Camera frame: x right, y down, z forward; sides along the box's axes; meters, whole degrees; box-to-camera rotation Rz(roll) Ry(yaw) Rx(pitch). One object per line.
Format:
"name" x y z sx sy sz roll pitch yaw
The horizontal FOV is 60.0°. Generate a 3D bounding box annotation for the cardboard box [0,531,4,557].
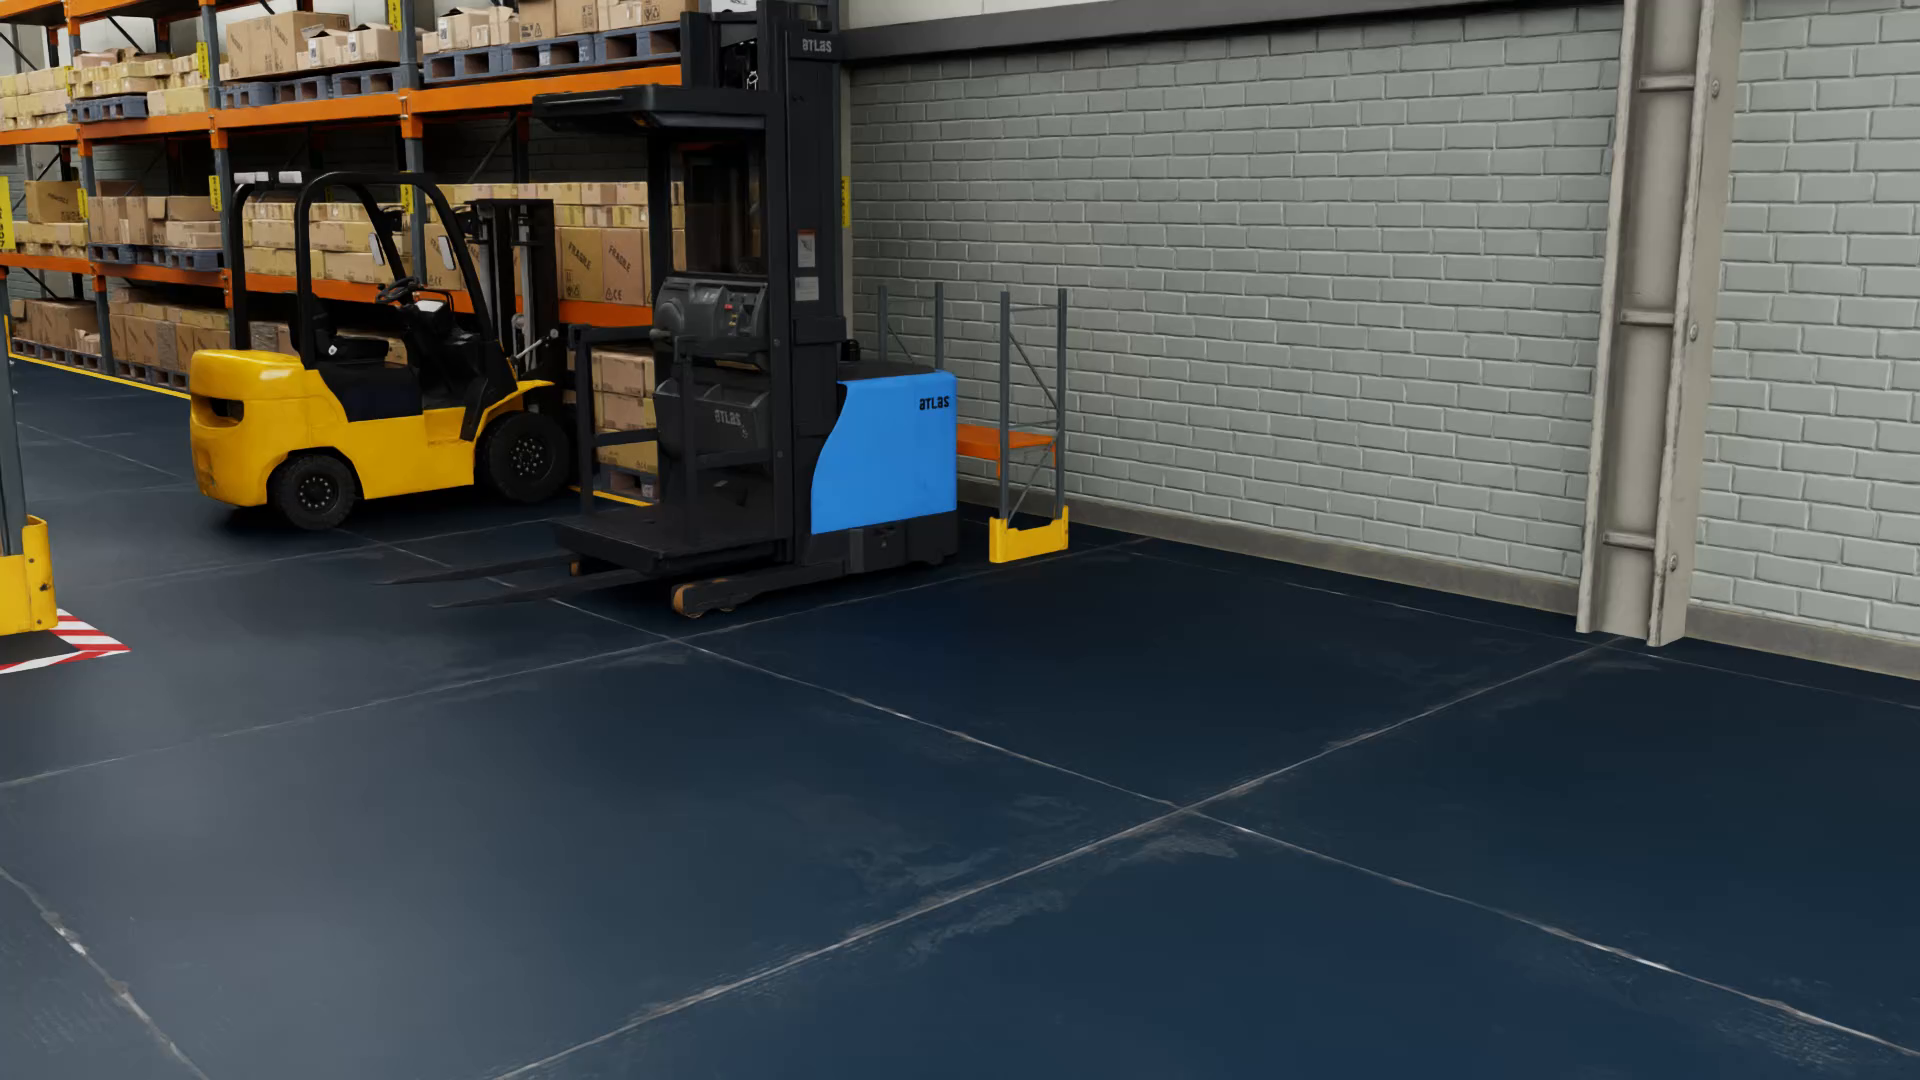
"cardboard box" -5.116 -0.004 8.271 0.500 0.250 0.500 -11 16 -43

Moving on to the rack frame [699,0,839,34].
"rack frame" -1.172 -4.619 10.032 1.000 3.000 0.127 -11 16 -43

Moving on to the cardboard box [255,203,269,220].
"cardboard box" -6.308 -3.055 15.451 0.380 0.149 0.250 -10 16 -41

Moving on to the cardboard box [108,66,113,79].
"cardboard box" -8.774 -4.939 17.614 0.380 0.149 0.250 -11 16 -42

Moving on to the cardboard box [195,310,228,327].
"cardboard box" -7.581 -2.265 17.016 0.250 0.149 0.380 11 16 43

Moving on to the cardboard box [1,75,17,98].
"cardboard box" -11.402 -5.554 20.399 0.500 0.250 0.500 -11 16 -43

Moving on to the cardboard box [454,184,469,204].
"cardboard box" -3.670 -2.666 12.826 0.380 0.149 0.250 -11 16 -42

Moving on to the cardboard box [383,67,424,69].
"cardboard box" -4.638 -4.037 13.971 0.380 0.149 0.250 -11 16 -43

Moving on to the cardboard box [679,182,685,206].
"cardboard box" -1.571 -2.216 10.643 0.380 0.149 0.250 -11 16 -42

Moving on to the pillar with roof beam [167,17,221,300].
"pillar with roof beam" -12.401 -5.998 16.723 9.100 9.000 0.400 -11 16 -43

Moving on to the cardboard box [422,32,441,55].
"cardboard box" -3.844 -3.758 12.617 0.380 0.149 0.250 -10 16 -41

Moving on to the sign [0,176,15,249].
"sign" -4.367 -1.488 7.557 0.100 0.325 0.005 -11 16 -43

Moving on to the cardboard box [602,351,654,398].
"cardboard box" -2.072 -1.127 11.244 0.500 0.250 0.500 -11 16 -42

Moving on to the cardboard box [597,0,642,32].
"cardboard box" -2.139 -3.455 10.857 0.396 0.266 0.258 -11 16 -42

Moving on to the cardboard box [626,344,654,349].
"cardboard box" -2.052 -1.273 11.953 0.500 0.250 0.500 -11 16 -43

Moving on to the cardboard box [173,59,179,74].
"cardboard box" -7.618 -4.722 16.610 0.380 0.149 0.250 -11 16 -43

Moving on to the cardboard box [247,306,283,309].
"cardboard box" -7.345 -2.387 17.612 0.250 0.149 0.380 11 16 43

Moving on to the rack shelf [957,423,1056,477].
"rack shelf" 0.059 -0.546 9.736 0.538 0.185 1.000 -11 16 -43

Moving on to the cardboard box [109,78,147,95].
"cardboard box" -8.664 -4.747 17.419 0.380 0.149 0.250 -10 16 -41

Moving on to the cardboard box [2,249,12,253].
"cardboard box" -12.192 -3.807 21.578 0.380 0.149 0.250 -11 16 -43

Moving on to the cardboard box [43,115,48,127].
"cardboard box" -10.596 -4.946 19.673 0.380 0.149 0.250 -10 15 -41

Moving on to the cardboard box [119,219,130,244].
"cardboard box" -8.777 -3.316 17.865 0.396 0.266 0.258 -10 15 -40

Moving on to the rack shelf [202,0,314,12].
"rack shelf" -5.315 -4.947 14.395 1.077 0.370 4.000 -11 16 -43

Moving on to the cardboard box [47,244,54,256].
"cardboard box" -10.914 -3.548 20.323 0.380 0.149 0.250 -11 16 -43

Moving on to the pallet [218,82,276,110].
"pallet" -6.163 -4.139 15.600 1.213 0.211 1.003 -10 15 -40

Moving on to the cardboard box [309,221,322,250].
"cardboard box" -5.502 -2.698 14.706 0.500 0.250 0.500 -11 16 -42

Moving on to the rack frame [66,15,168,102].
"rack frame" -9.459 -6.371 18.532 1.000 3.000 0.127 -11 16 -43

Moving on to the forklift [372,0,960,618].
"forklift" -1.432 -1.174 8.346 3.031 2.935 1.130 -10 16 -41

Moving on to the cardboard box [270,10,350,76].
"cardboard box" -5.669 -4.333 14.540 0.500 0.500 0.500 -10 16 -41

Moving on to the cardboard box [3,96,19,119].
"cardboard box" -11.402 -5.307 20.437 0.500 0.250 0.500 11 16 43

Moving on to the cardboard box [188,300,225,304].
"cardboard box" -8.440 -2.612 18.704 0.250 0.149 0.380 11 16 42

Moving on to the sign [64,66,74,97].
"sign" -9.846 -5.078 18.410 0.100 0.325 0.005 -11 16 -43

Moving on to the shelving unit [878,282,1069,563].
"shelving unit" 0.053 -0.723 9.706 0.587 1.500 1.083 -11 16 -43

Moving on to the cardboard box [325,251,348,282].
"cardboard box" -5.143 -2.378 14.391 0.500 0.250 0.500 -11 16 -42

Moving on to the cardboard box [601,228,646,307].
"cardboard box" -2.053 -1.842 11.172 0.500 0.500 0.500 -10 15 -41

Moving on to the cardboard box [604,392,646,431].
"cardboard box" -2.072 -0.887 11.318 0.500 0.250 0.500 -11 16 -43

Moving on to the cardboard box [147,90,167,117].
"cardboard box" -7.920 -4.432 16.926 0.500 0.250 0.500 -11 16 -43

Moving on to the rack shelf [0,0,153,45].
"rack shelf" -10.840 -6.309 20.022 1.077 0.370 4.000 -11 16 -43

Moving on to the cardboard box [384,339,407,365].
"cardboard box" -4.302 -1.382 14.030 0.875 0.625 0.625 -10 15 -40

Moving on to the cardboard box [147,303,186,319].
"cardboard box" -8.626 -2.497 18.143 0.380 0.149 0.250 -11 16 -43

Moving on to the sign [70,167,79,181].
"sign" -11.806 -4.812 22.184 0.100 0.325 0.005 -11 16 -43

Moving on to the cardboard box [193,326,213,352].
"cardboard box" -7.482 -1.936 17.030 0.500 0.500 0.500 -11 16 -43

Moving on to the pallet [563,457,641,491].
"pallet" -2.568 -0.599 12.296 1.003 0.211 1.213 -11 16 -43

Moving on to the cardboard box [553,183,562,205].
"cardboard box" -2.635 -2.439 11.725 0.380 0.149 0.250 -11 16 -42

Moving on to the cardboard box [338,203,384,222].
"cardboard box" -5.066 -2.795 14.191 0.250 0.149 0.380 11 16 44

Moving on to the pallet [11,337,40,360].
"pallet" -11.617 -2.523 21.635 1.003 0.211 1.213 -11 16 -43

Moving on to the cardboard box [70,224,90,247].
"cardboard box" -9.987 -3.545 19.318 0.500 0.250 0.500 -10 16 -41

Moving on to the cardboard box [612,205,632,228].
"cardboard box" -2.109 -2.177 11.187 0.380 0.149 0.250 -11 16 -43

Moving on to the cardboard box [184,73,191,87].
"cardboard box" -7.443 -4.540 16.465 0.380 0.149 0.250 -10 16 -41

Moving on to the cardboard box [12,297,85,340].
"cardboard box" -11.867 -2.897 21.683 0.637 0.503 0.797 11 16 43
